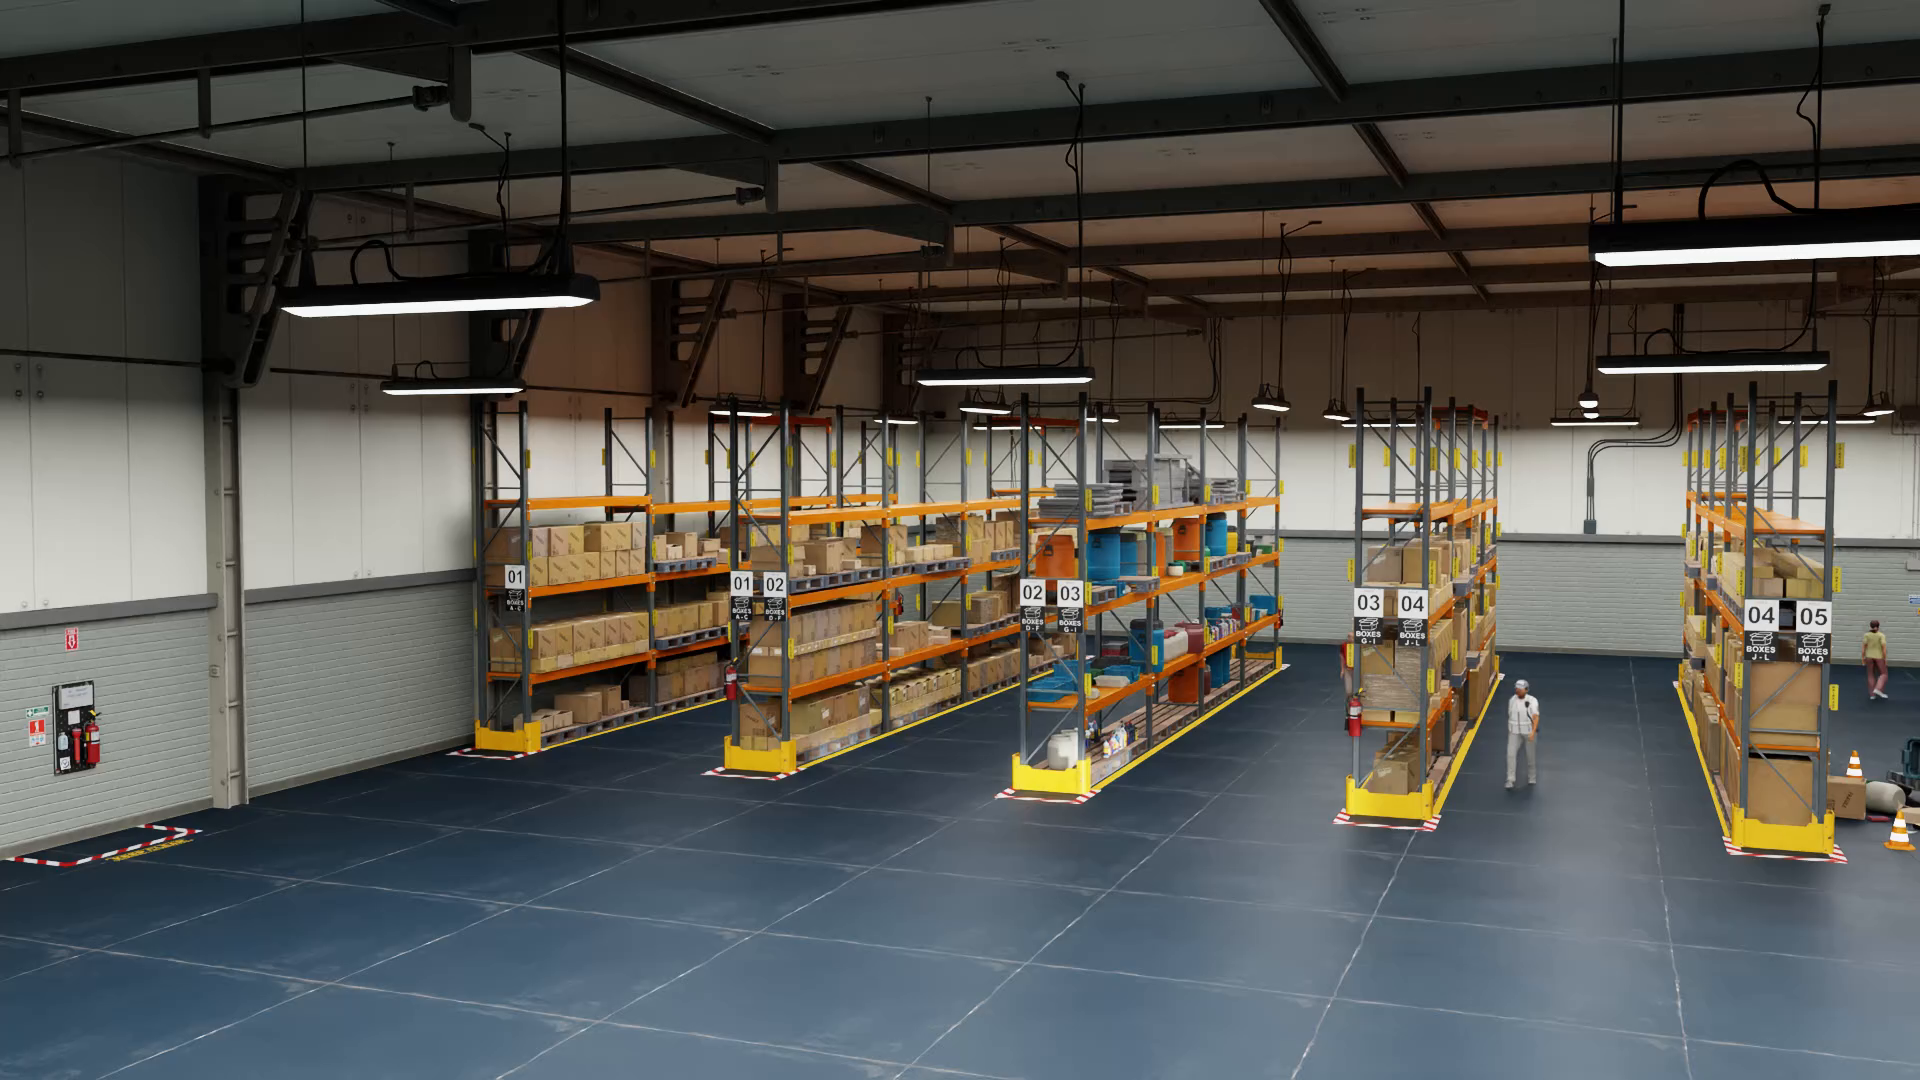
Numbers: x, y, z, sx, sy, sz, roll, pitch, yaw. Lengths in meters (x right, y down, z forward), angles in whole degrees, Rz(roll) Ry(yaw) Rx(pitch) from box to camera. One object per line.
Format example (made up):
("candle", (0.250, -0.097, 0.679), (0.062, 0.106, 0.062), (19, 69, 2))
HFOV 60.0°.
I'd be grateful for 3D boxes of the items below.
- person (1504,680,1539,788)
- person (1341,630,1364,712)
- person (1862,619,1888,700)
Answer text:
("person", (8.546, 2.940, 25.318), (0.492, 1.611, 0.932), (2, 3, 34))
("person", (7.723, 2.583, 32.354), (0.598, 1.707, 0.612), (2, 3, 32))
("person", (19.032, 2.491, 34.584), (0.501, 1.670, 0.510), (2, 3, 35))
